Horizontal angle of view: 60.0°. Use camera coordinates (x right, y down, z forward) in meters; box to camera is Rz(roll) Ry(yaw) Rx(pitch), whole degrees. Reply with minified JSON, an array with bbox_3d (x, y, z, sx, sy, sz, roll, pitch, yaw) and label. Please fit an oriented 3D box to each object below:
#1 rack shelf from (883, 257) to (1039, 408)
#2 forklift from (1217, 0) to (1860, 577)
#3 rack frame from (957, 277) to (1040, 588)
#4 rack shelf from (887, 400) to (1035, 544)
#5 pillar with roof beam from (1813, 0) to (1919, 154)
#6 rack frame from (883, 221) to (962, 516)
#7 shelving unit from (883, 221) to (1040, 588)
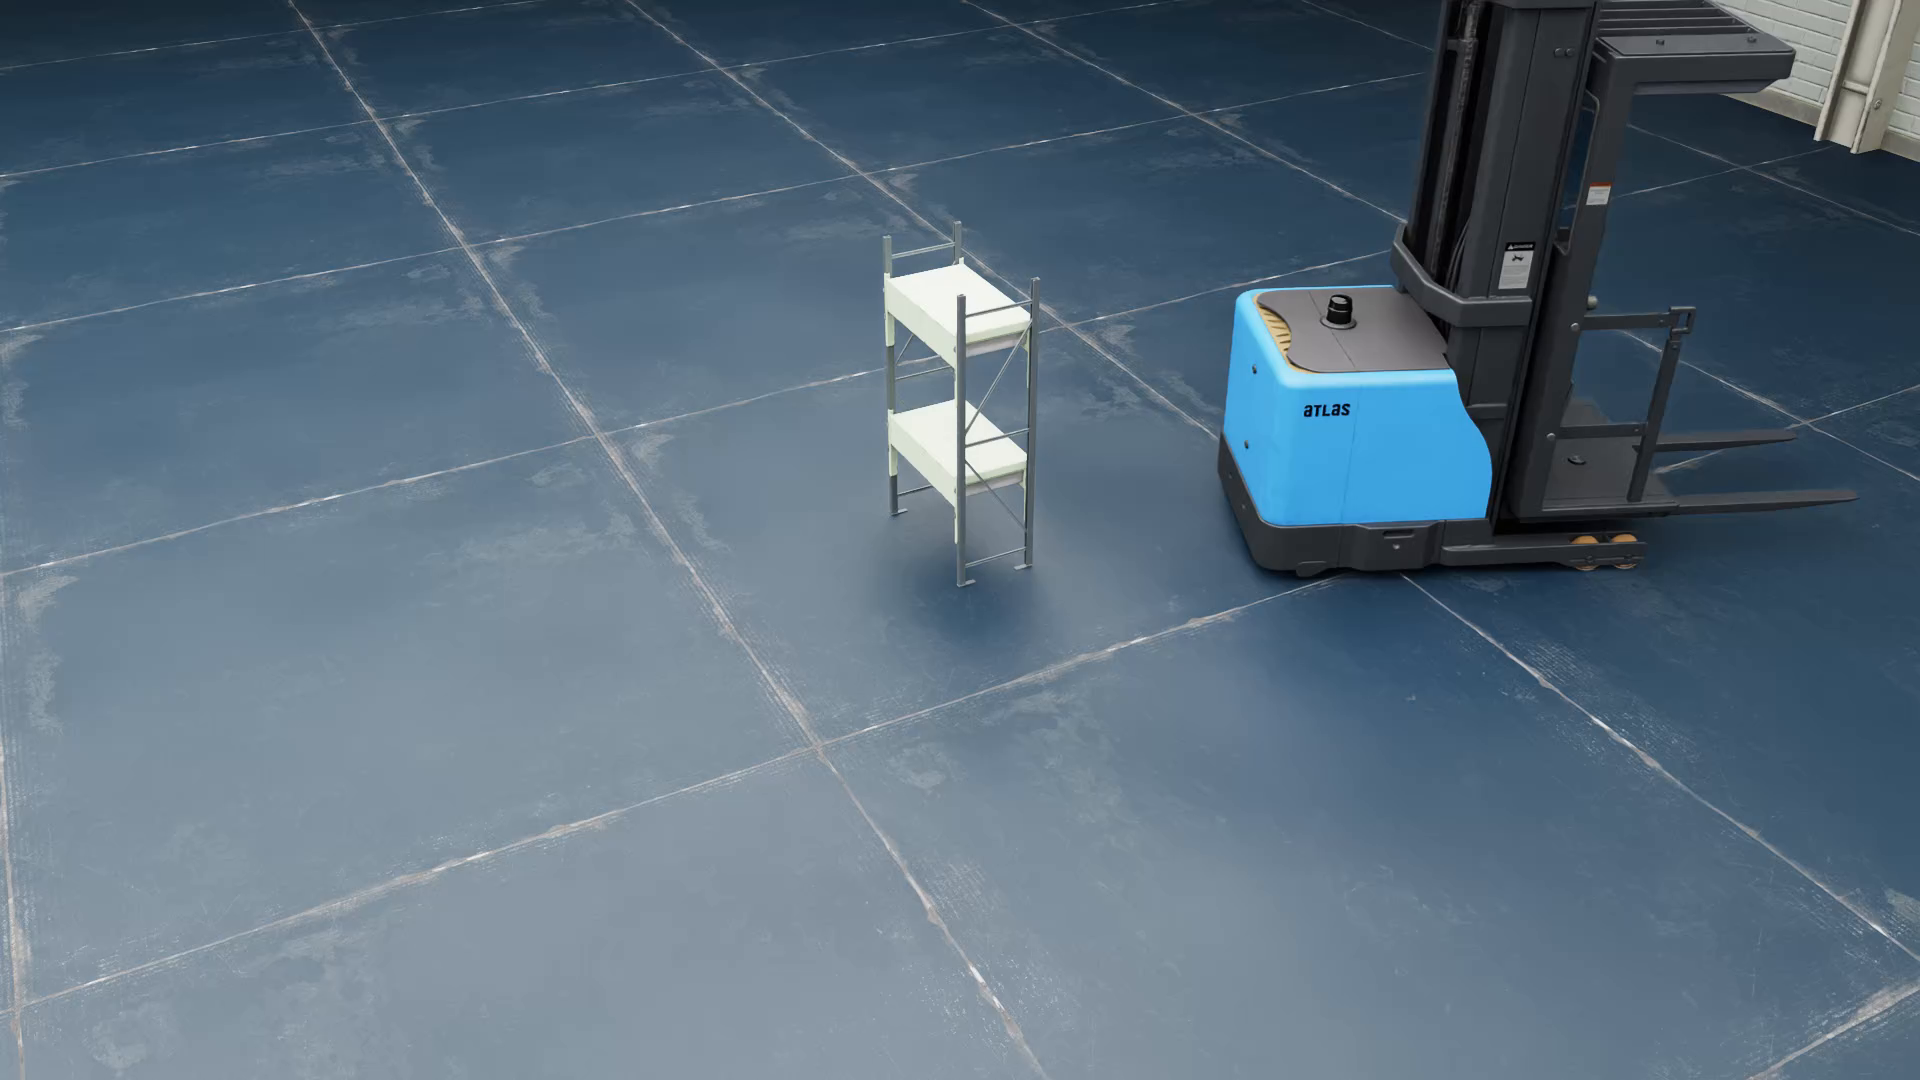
[{"bbox_3d":[-0.003,-0.963,7.640,0.431,0.370,0.720,-16,36,-23],"label":"rack shelf"},{"bbox_3d":[2.886,-1.370,7.672,3.031,2.935,1.130,-2,33,-4],"label":"forklift"},{"bbox_3d":[0.168,-0.460,7.578,0.400,1.500,0.023,-16,36,-23],"label":"rack frame"},{"bbox_3d":[-0.003,-0.360,8.026,0.431,0.370,0.720,-16,36,-23],"label":"rack shelf"},{"bbox_3d":[3.206,-5.842,9.027,9.100,9.000,0.400,-16,36,-23],"label":"pillar with roof beam"},{"bbox_3d":[-0.174,-0.809,8.123,0.400,1.500,0.023,-16,36,-23],"label":"rack frame"},{"bbox_3d":[-0.003,-0.635,7.850,0.431,1.500,0.755,-16,36,-23],"label":"shelving unit"}]
